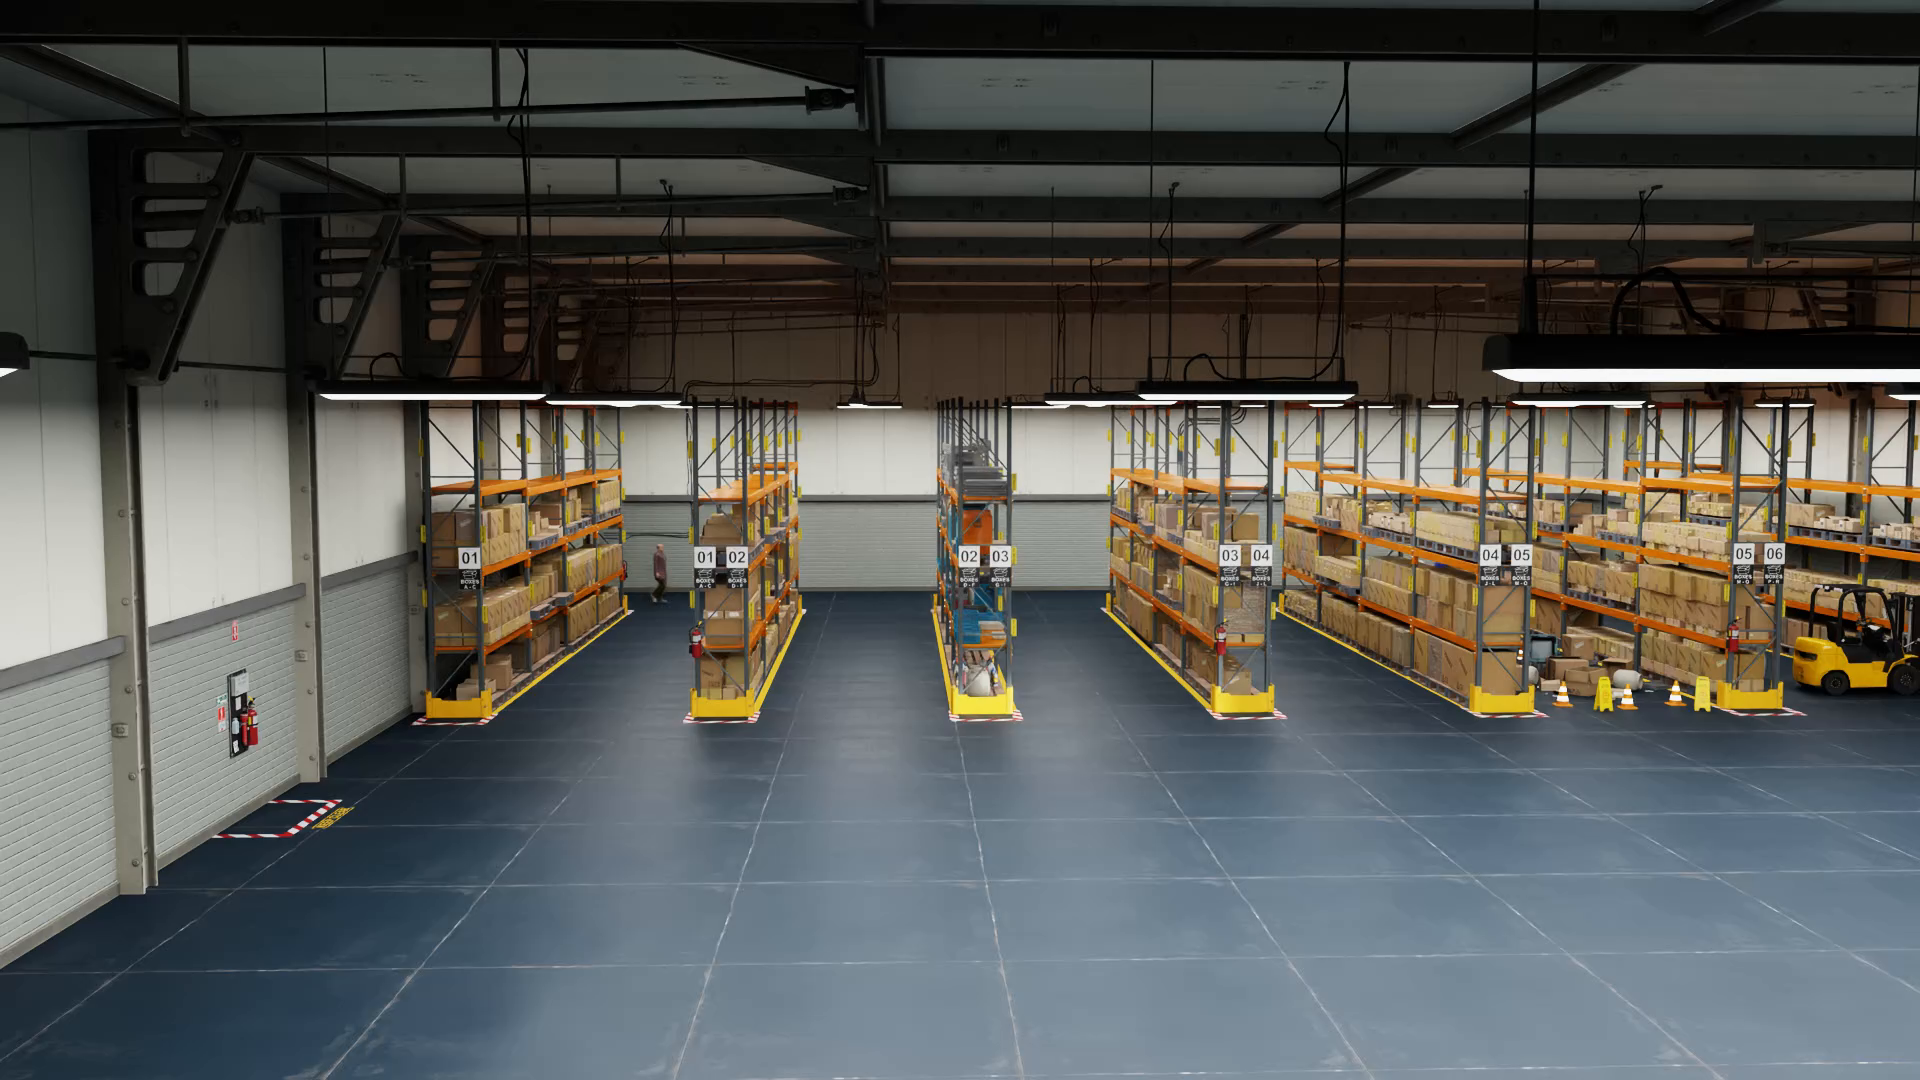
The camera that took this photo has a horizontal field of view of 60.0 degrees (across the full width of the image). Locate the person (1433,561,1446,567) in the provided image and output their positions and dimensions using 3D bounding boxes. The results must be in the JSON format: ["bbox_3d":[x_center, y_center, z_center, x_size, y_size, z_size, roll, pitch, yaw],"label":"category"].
[{"bbox_3d":[14.425,1.062,49.830,0.923,1.600,0.445,-1,4,-8],"label":"person"}]

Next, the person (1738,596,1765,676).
[{"bbox_3d":[17.137,2.071,36.078,0.637,1.744,0.796,0,4,-6],"label":"person"}]

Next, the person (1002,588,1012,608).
[{"bbox_3d":[1.168,1.365,45.314,0.538,1.677,1.038,-1,5,-12],"label":"person"}]

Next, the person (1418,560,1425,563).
[{"bbox_3d":[12.281,1.427,44.237,0.616,1.767,0.467,-3,5,-36],"label":"person"}]

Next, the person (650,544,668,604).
[{"bbox_3d":[-8.947,0.992,49.513,0.535,1.777,0.603,0,4,1],"label":"person"}]
